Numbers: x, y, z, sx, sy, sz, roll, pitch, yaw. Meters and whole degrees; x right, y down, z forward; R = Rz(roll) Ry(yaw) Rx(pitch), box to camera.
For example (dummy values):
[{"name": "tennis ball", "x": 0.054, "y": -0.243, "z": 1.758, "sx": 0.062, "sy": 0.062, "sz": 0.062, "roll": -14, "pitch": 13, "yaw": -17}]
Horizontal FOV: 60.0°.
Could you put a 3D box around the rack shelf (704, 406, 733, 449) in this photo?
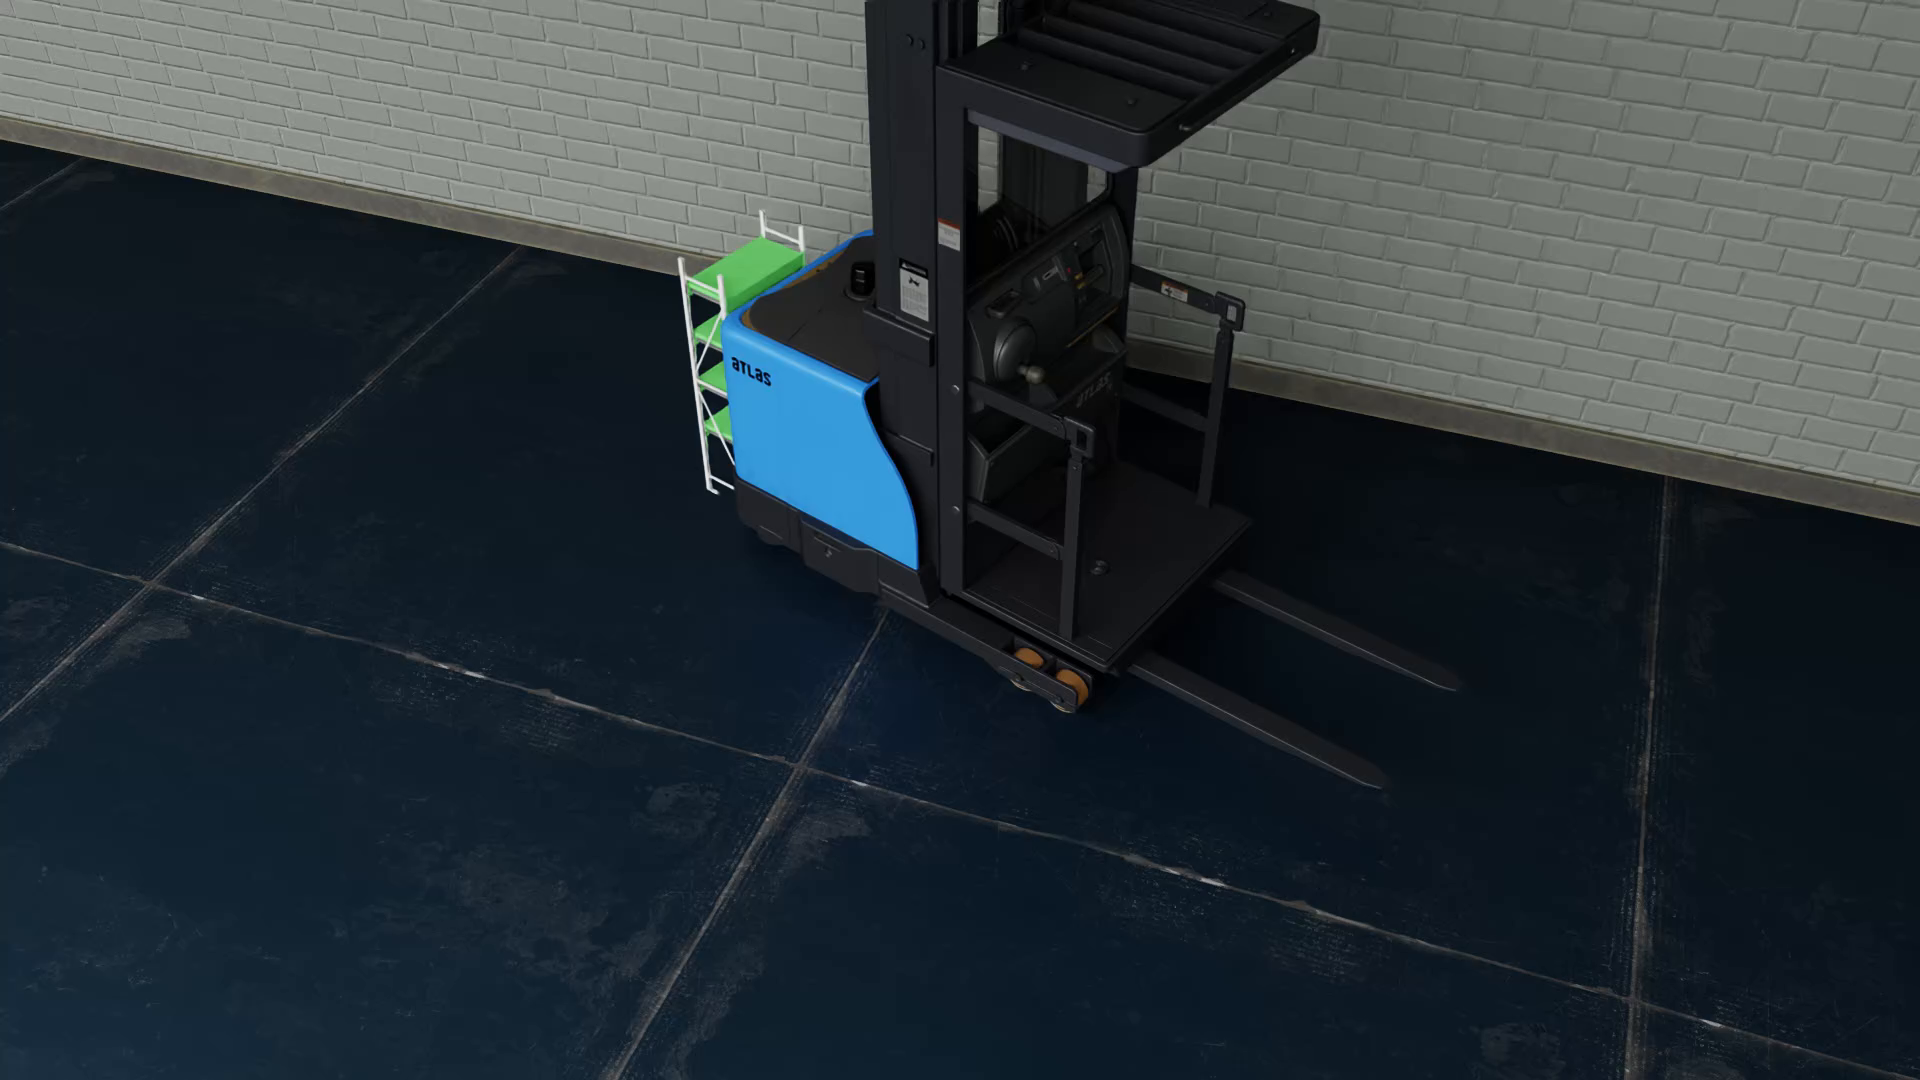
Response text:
[{"name": "rack shelf", "x": -0.897, "y": -0.538, "z": 7.424, "sx": 0.258, "sy": 0.148, "sz": 0.480, "roll": 26, "pitch": 47, "yaw": 27}]

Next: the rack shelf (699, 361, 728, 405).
[{"name": "rack shelf", "x": -0.897, "y": -0.720, "z": 7.268, "sx": 0.258, "sy": 0.148, "sz": 0.480, "roll": 26, "pitch": 47, "yaw": 27}]

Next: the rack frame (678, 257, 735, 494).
[{"name": "rack frame", "x": -1.044, "y": -0.643, "z": 7.079, "sx": 0.240, "sy": 1.200, "sz": 0.015, "roll": 26, "pitch": 47, "yaw": 27}]

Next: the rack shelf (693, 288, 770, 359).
[{"name": "rack shelf", "x": -0.897, "y": -0.903, "z": 7.112, "sx": 0.258, "sy": 0.148, "sz": 0.480, "roll": 26, "pitch": 47, "yaw": 27}]

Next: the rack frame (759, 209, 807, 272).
[{"name": "rack frame", "x": -0.749, "y": -0.895, "z": 7.374, "sx": 0.240, "sy": 1.200, "sz": 0.015, "roll": 26, "pitch": 47, "yaw": 27}]

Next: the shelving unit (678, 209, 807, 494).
[{"name": "shelving unit", "x": -0.897, "y": -0.769, "z": 7.227, "sx": 0.258, "sy": 1.200, "sz": 0.503, "roll": 26, "pitch": 47, "yaw": 27}]

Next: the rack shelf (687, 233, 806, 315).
[{"name": "rack shelf", "x": -0.897, "y": -1.085, "z": 6.957, "sx": 0.258, "sy": 0.148, "sz": 0.480, "roll": 26, "pitch": 47, "yaw": 27}]

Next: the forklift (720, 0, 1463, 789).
[{"name": "forklift", "x": 0.499, "y": -0.838, "z": 5.974, "sx": 3.031, "sy": 2.935, "sz": 1.130, "roll": 27, "pitch": 47, "yaw": 28}]
